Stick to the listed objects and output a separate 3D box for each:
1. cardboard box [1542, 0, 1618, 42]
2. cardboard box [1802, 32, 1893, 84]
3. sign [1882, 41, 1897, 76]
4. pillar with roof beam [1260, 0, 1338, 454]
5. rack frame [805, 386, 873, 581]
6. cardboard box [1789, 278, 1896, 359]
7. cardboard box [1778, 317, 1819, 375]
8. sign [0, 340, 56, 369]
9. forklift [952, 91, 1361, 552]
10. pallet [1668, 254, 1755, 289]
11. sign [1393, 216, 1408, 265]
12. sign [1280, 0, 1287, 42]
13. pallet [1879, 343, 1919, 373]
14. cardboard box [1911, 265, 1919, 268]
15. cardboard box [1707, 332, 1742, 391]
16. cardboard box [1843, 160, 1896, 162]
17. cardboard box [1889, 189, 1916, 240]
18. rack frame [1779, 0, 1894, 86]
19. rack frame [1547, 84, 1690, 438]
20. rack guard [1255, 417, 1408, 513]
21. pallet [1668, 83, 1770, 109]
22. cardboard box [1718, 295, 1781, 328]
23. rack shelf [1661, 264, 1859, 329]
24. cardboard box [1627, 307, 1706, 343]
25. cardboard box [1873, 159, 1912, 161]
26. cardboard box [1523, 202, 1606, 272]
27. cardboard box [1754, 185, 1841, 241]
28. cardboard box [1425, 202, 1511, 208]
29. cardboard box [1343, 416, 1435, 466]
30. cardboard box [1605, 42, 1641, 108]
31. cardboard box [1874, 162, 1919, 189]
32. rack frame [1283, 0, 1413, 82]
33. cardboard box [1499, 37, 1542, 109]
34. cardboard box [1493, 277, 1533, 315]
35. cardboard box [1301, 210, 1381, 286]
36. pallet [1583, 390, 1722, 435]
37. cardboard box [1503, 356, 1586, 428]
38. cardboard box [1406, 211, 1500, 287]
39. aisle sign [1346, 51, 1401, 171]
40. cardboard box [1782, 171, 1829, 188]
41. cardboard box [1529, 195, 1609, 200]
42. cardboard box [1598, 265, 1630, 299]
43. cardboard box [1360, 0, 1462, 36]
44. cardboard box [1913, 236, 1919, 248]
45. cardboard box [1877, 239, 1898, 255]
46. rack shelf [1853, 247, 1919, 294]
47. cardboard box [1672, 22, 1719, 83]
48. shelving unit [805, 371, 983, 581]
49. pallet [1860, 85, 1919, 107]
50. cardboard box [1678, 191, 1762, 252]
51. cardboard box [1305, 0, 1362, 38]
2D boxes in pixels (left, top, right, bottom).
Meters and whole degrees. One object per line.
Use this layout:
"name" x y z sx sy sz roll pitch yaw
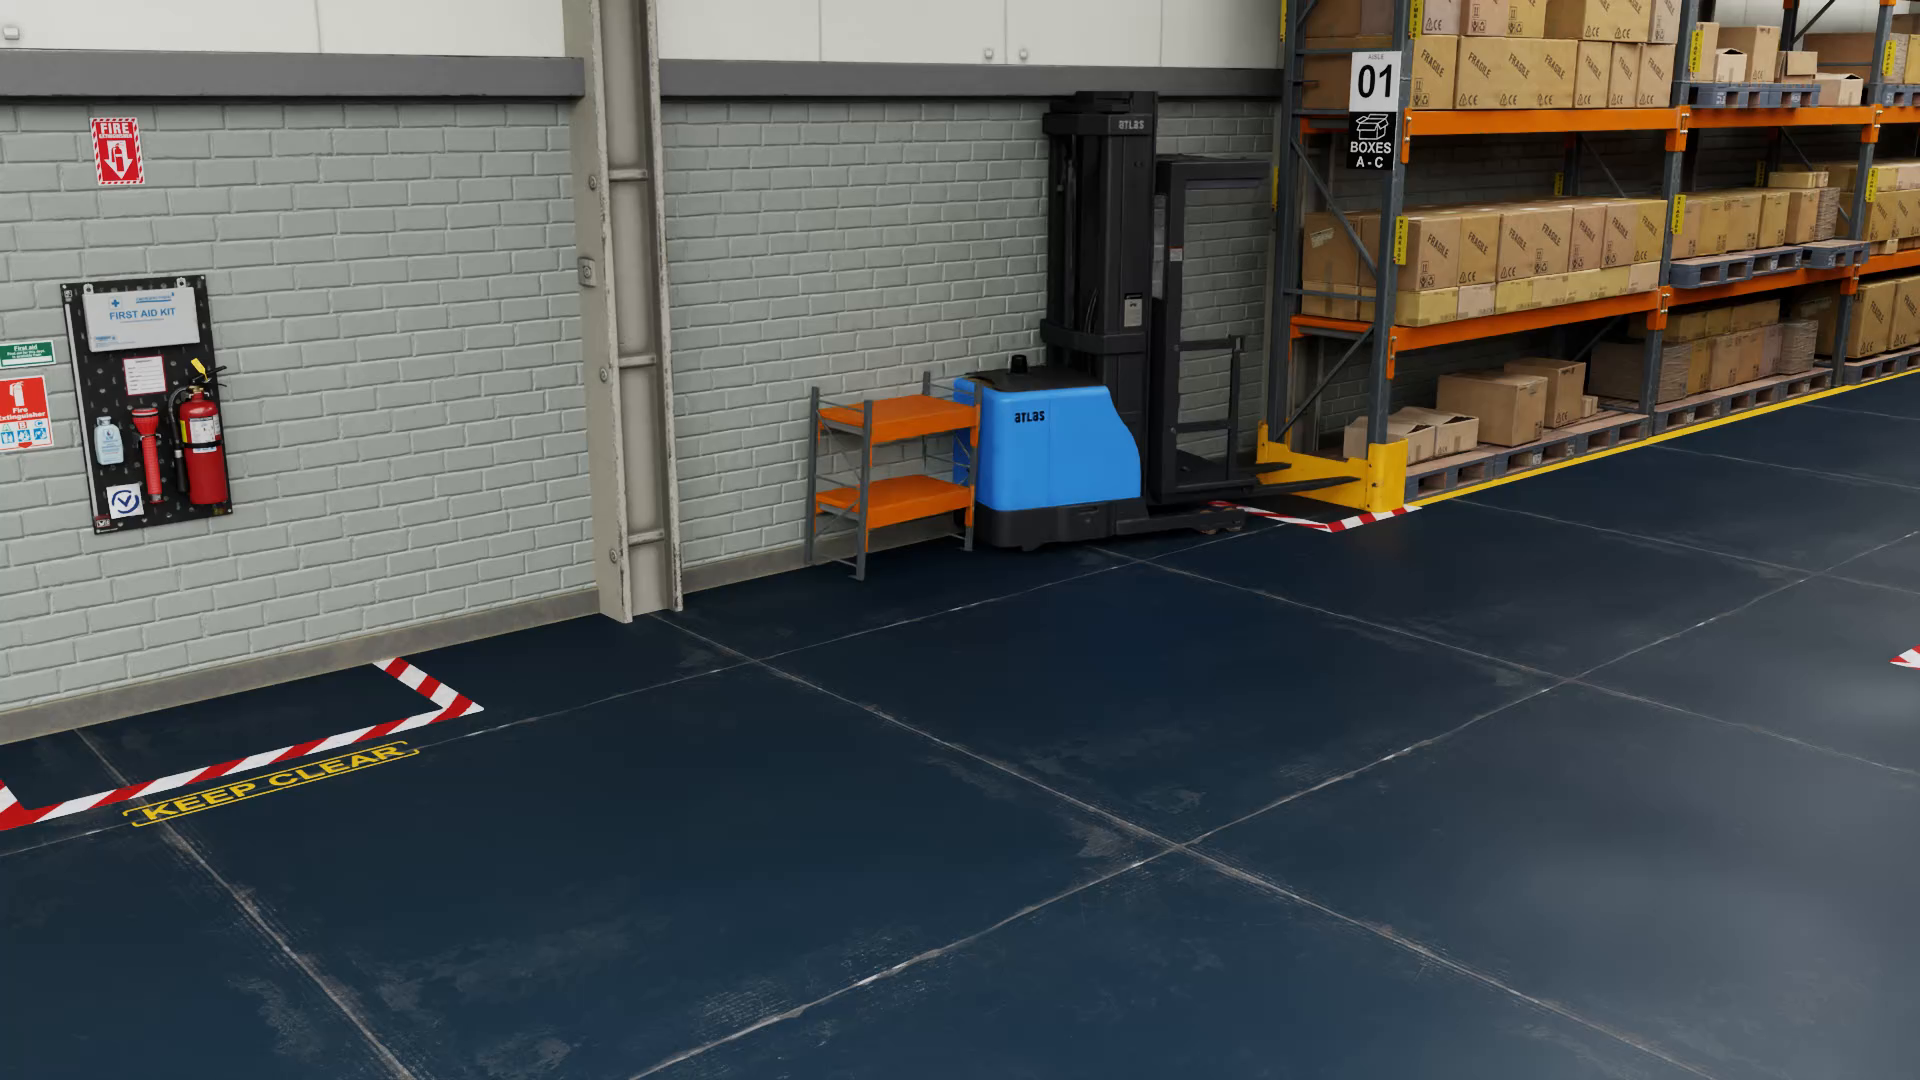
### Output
"cardboard box" 4.726 -4.112 12.849 0.500 0.500 0.500 -14 20 -41
"cardboard box" 9.058 -4.924 17.014 0.700 0.500 0.500 14 21 43
"sign" 9.091 -4.715 16.276 0.005 0.325 0.100 -13 19 -39
"pillar with roof beam" 5.488 -4.114 9.216 0.400 9.000 9.100 -13 19 -39
"rack frame" -0.751 -0.349 10.228 0.500 1.125 0.032 17 20 38
"cardboard box" 9.378 -2.386 17.721 0.750 0.750 0.750 -13 20 -40
"cardboard box" 8.228 -1.995 16.898 0.500 0.500 0.700 -12 19 -39
"sign" -4.229 -0.825 7.431 0.331 0.109 0.001 -13 19 -39
"forklift" 1.414 -1.570 11.449 3.031 2.935 1.130 -7 16 -23
"pallet" 6.391 -2.453 14.994 1.213 0.211 1.003 -13 19 -39
"sign" 3.058 -2.080 11.546 0.005 0.325 0.100 -13 19 -39
"sign" 2.353 -3.756 11.969 0.005 0.325 0.100 -13 19 -39
"pallet" 10.301 -2.100 18.702 1.213 0.211 1.003 -13 19 -39
"cardboard box" 11.349 -2.829 19.380 0.750 0.750 0.750 -12 19 -39
"cardboard box" 7.032 -1.753 15.993 0.500 0.500 0.700 -12 19 -39
"cardboard box" 10.075 -4.073 18.425 0.500 0.250 0.500 -13 20 -41
"cardboard box" 9.672 -3.443 17.520 0.500 0.500 0.500 -12 19 -38
"rack frame" 8.737 -6.021 16.353 0.127 3.000 1.000 -13 19 -39
"rack frame" 5.719 -2.445 14.590 0.127 3.000 1.000 -13 19 -39
"rack guard" 2.759 -0.572 12.424 0.348 0.500 1.175 -13 19 -39
"pallet" 6.255 -3.887 14.541 1.003 0.211 1.213 -13 19 -39
"cardboard box" 7.757 -2.273 16.486 0.500 0.250 0.500 -12 19 -38
"rack shelf" 7.228 -2.436 15.951 4.000 0.370 1.077 -13 19 -39
"cardboard box" 6.594 -2.015 15.520 0.500 0.250 0.500 -13 20 -41
"cardboard box" 10.471 -4.161 18.753 0.500 0.250 0.500 -14 20 -41
"cardboard box" 4.806 -2.435 13.353 0.500 0.500 0.500 -13 20 -41
"cardboard box" 8.389 -3.302 16.752 0.700 0.500 0.500 13 20 40
"cardboard box" 4.071 -2.445 13.390 0.500 0.500 0.500 -12 19 -39
"cardboard box" 3.283 -0.780 12.717 0.500 0.311 0.500 13 20 41
"cardboard box" 5.111 -3.735 13.376 0.500 0.500 0.500 14 20 42
"cardboard box" 10.028 -3.890 17.738 0.500 0.250 0.500 -12 19 -39
"rack frame" 2.702 -4.666 11.279 0.127 3.000 1.000 -13 19 -39
"cardboard box" 3.936 -3.455 12.327 0.500 0.500 0.500 -12 19 -37
"cardboard box" 4.049 -1.901 12.807 0.500 0.250 0.500 -13 20 -40
"cardboard box" 2.918 -2.188 12.427 0.500 0.500 0.500 -13 20 -40
"pallet" 6.306 -1.230 15.445 1.213 0.211 1.003 -13 19 -39
"cardboard box" 4.963 -1.266 14.169 0.500 0.500 0.500 14 21 43
"cardboard box" 3.639 -2.171 12.363 0.500 0.500 0.500 -13 19 -39
"aisle sign" 2.844 -2.953 11.454 0.004 0.787 0.394 -13 19 -39
"cardboard box" 8.496 -3.632 16.733 0.380 0.149 0.250 13 20 40
"cardboard box" 5.228 -2.705 14.364 0.500 0.500 0.500 -13 20 -41
"cardboard box" 5.180 -2.160 13.776 0.500 0.250 0.500 -13 19 -39
"cardboard box" 3.152 -3.775 11.589 0.500 0.500 0.500 14 21 43
"cardboard box" 10.287 -3.283 18.178 0.250 0.149 0.380 -13 19 -39
"cardboard box" 9.589 -3.091 17.457 0.250 0.149 0.380 -12 19 -38
"rack shelf" 10.246 -3.114 18.488 4.000 0.370 1.077 -13 19 -39
"cardboard box" 6.184 -4.222 14.424 0.500 0.500 0.500 -9 18 -32
"shelving unit" -0.417 -0.433 10.601 0.538 1.125 1.048 17 20 38
"pallet" 9.188 -4.600 17.211 1.003 0.211 1.213 -12 19 -37
"cardboard box" 7.028 -2.996 15.608 0.500 0.500 0.700 -10 18 -32
"cardboard box" 2.855 -3.881 11.986 0.500 0.500 0.500 -12 19 -37
